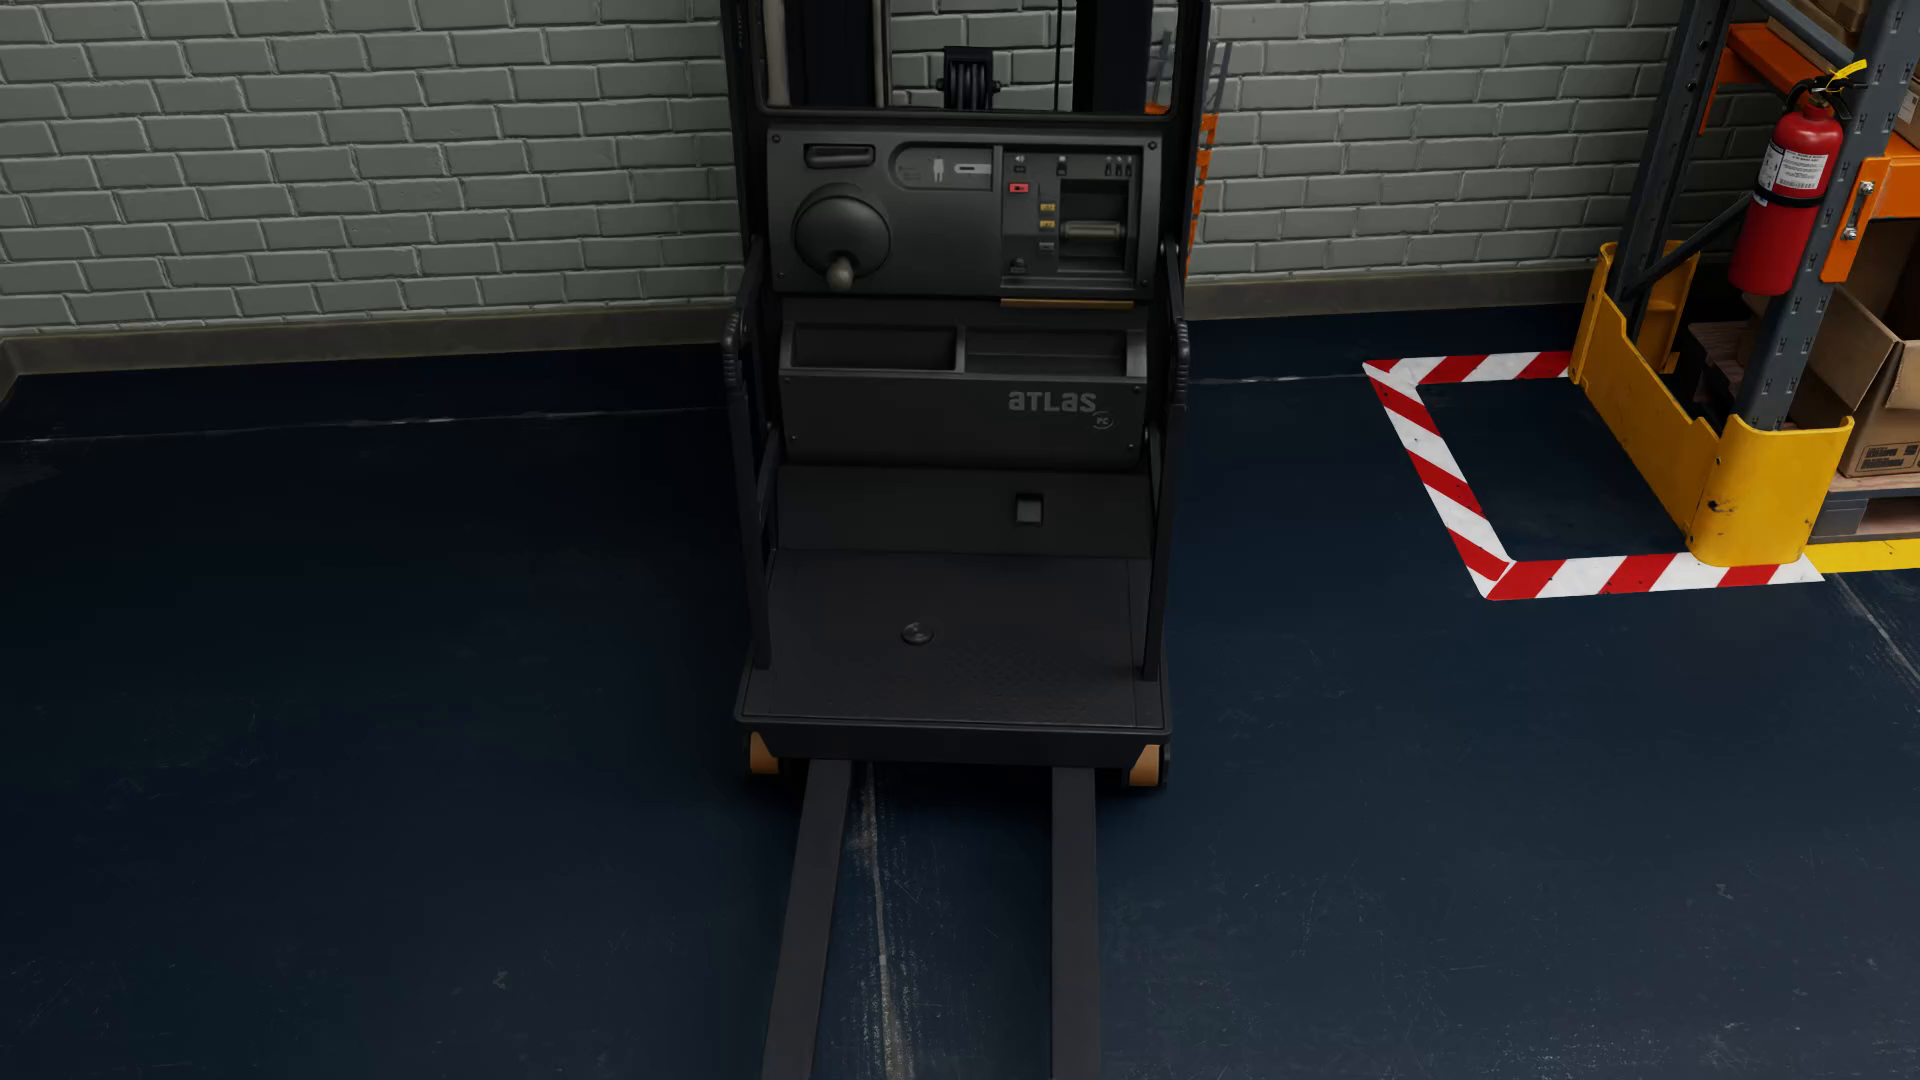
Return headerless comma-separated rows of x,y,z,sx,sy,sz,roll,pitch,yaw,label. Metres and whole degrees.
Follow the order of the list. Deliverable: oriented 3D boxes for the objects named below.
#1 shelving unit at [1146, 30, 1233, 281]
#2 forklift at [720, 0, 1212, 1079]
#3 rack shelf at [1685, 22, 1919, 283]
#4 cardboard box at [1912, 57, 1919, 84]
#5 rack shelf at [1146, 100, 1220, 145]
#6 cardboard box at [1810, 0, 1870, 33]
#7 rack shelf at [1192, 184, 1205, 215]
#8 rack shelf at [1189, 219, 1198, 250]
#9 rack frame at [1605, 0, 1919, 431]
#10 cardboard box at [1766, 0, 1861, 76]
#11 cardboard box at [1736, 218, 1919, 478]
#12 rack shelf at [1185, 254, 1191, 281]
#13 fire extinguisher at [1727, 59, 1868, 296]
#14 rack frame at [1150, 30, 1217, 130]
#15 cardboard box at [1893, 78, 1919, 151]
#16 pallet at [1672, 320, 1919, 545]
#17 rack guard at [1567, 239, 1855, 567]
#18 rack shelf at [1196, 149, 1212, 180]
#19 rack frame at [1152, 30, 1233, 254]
0.669,-1.105,5.686,0.258,1.200,0.189,17,22,21,shelving unit
0.000,-0.703,3.775,1.130,2.935,3.031,2,38,2,forklift
4.330,-1.283,5.035,4.000,0.370,1.077,-3,38,-4,rack shelf
2.813,-1.372,4.448,0.500,0.250,0.500,-3,38,-4,cardboard box
0.716,-1.397,5.576,0.258,0.103,0.180,17,22,21,rack shelf
2.772,-1.702,4.867,0.500,0.250,0.500,-2,38,-3,cardboard box
0.680,-1.175,5.660,0.258,0.103,0.180,17,22,21,rack shelf
0.662,-1.064,5.701,0.258,0.103,0.180,17,22,21,rack shelf
2.338,-1.456,4.673,0.127,3.000,1.000,-3,38,-4,rack frame
2.644,-1.541,4.984,0.250,0.149,0.380,-4,38,-4,cardboard box
2.955,-0.616,5.285,0.637,0.503,0.797,-5,39,-6,cardboard box
0.644,-0.953,5.743,0.258,0.103,0.180,17,22,21,rack shelf
2.232,-0.986,4.441,0.183,0.674,0.296,-3,38,-4,fire extinguisher
0.630,-1.082,5.606,0.240,1.200,0.006,17,22,21,rack frame
2.689,-1.206,4.559,0.250,0.149,0.380,-3,38,-4,cardboard box
3.207,-0.409,5.599,1.213,0.211,1.003,-3,38,-4,pallet
2.413,-0.478,5.453,0.348,0.500,1.175,-3,38,-4,rack guard
0.698,-1.286,5.618,0.258,0.103,0.180,17,22,21,rack shelf
0.707,-1.129,5.765,0.240,1.200,0.006,17,22,21,rack frame
